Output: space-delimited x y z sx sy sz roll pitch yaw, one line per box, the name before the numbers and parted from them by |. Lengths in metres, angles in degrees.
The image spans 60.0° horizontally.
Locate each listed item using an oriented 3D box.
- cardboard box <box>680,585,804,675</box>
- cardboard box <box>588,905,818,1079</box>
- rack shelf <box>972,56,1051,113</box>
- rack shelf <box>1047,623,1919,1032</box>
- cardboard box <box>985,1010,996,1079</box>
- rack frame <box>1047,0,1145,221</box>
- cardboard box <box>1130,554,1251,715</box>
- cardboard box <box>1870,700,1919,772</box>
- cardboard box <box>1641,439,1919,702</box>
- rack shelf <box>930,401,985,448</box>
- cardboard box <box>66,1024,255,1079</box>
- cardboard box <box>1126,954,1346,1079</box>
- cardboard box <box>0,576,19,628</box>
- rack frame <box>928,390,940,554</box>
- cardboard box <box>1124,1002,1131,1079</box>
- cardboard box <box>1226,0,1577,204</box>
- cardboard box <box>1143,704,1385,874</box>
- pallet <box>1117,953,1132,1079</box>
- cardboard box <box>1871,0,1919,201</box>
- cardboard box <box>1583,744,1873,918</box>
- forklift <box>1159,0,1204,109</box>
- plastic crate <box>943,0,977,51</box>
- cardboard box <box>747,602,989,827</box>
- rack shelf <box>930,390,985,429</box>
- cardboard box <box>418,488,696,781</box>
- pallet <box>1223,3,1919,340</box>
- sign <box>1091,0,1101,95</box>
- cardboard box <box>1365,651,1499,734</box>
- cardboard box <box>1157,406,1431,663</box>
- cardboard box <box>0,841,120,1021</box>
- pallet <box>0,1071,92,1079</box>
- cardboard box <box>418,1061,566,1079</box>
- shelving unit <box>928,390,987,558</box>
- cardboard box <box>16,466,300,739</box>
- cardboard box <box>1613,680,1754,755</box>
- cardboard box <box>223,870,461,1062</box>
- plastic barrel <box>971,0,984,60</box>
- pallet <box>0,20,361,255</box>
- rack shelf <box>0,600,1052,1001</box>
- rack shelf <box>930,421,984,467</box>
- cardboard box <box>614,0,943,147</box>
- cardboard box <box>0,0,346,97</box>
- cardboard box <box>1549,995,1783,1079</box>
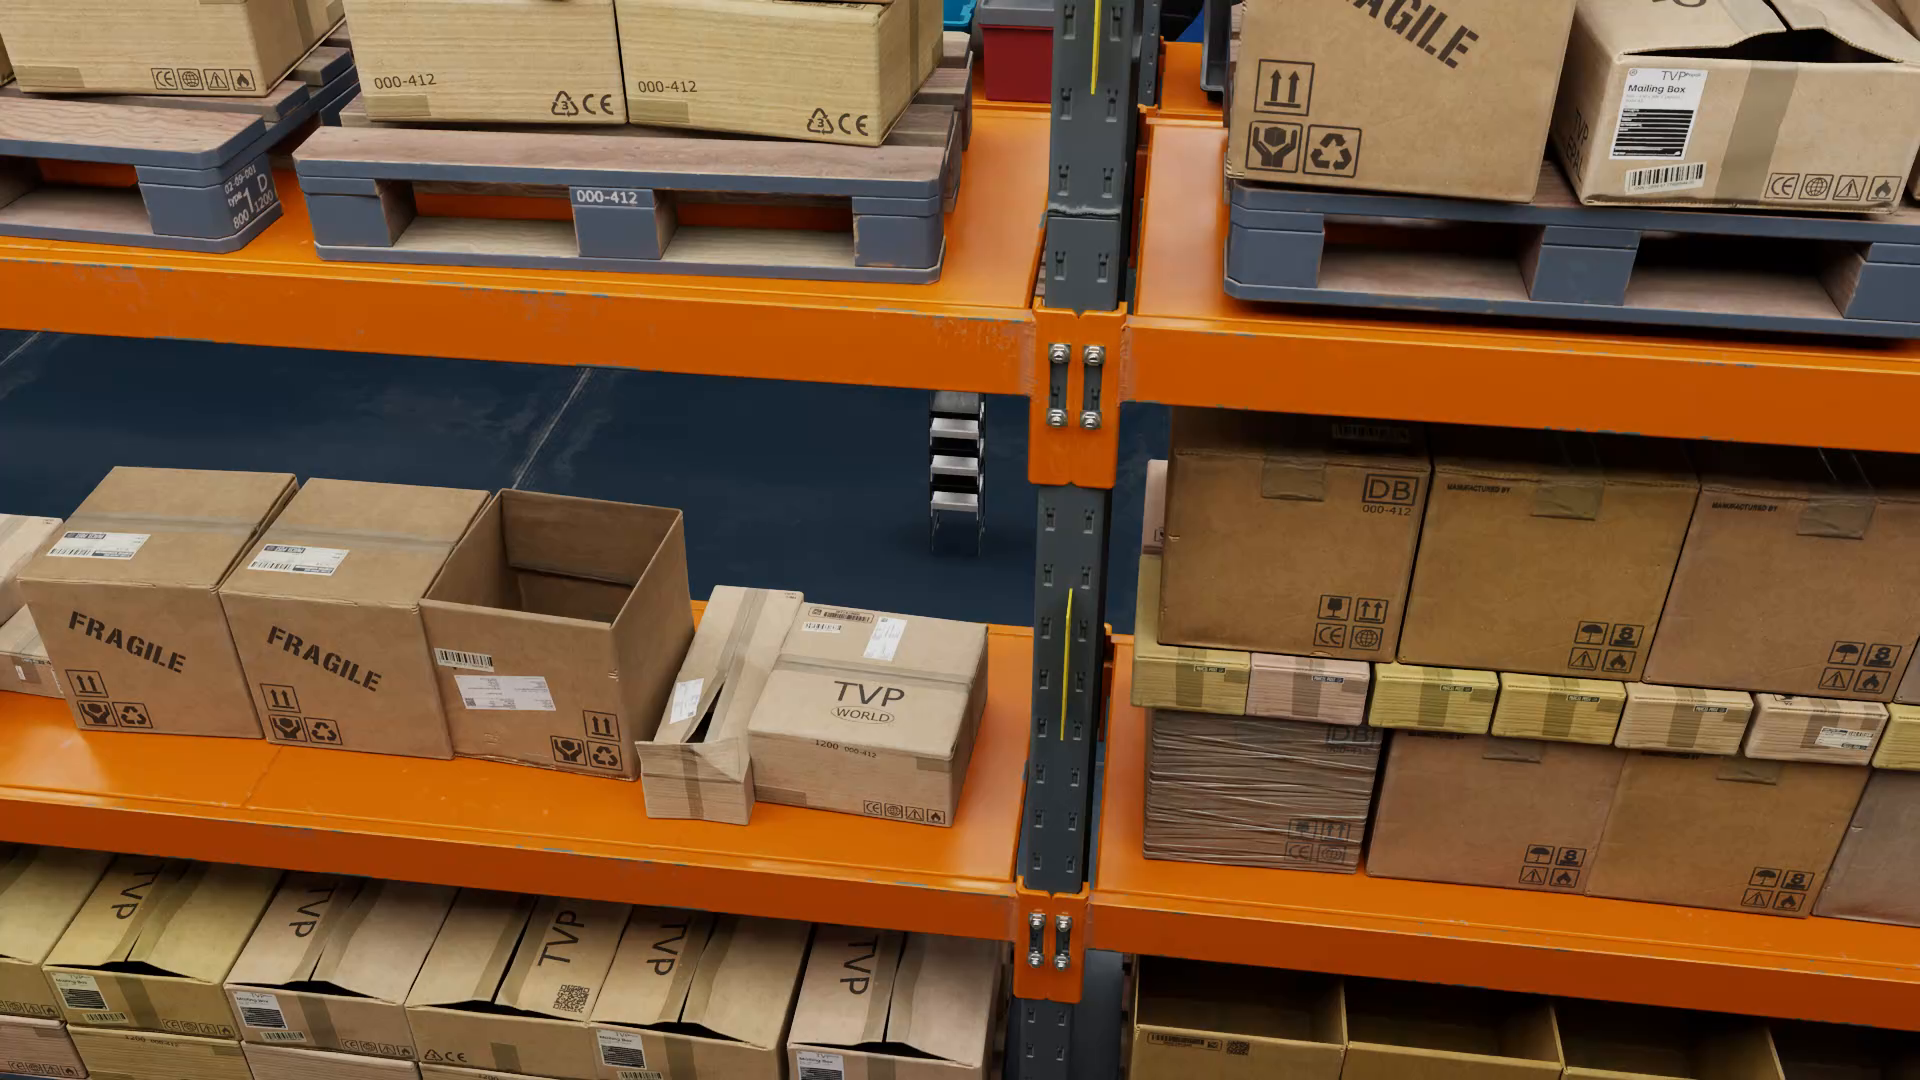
cardboard box | -0.577 0.299 4.465 0.250 0.149 0.380 4 36 6
cardboard box | -0.679 1.201 4.508 0.500 0.311 0.500 5 36 7
rack shelf | -1.073 -2.328 8.550 4.000 0.370 1.077 4 36 6
rack shelf | 2.260 0.821 4.136 4.000 0.370 1.077 4 36 6
cardboard box | -0.172 1.465 4.621 0.500 0.250 0.500 4 36 6
rack frame | 0.276 -2.061 2.392 0.127 3.000 1.000 4 36 6
cardboard box | 0.518 0.207 3.733 0.250 0.149 0.380 4 36 6
cardboard box | 2.055 0.320 3.575 0.250 0.149 0.380 4 36 6
cardboard box | 1.715 -0.085 3.584 0.500 0.500 0.700 4 36 6
rack shelf | -0.008 -0.486 6.904 0.200 0.077 0.258 4 36 6
cardboard box | -2.194 1.312 4.834 0.500 0.250 0.500 3 36 5
cardboard box | 0.696 1.238 4.293 0.500 0.500 0.500 4 36 6
cardboard box | -2.829 0.299 4.326 0.500 0.311 0.500 4 36 5
rack frame | -0.109 -0.374 7.000 0.006 0.900 0.240 4 36 6
cardboard box | 0.697 1.538 4.519 0.500 0.250 0.500 4 36 6
cardboard box | 0.742 -0.920 2.807 0.500 0.500 0.500 7 36 10
cardboard box | 0.717 0.369 4.065 0.500 0.500 0.700 3 36 5
pallet | 1.059 1.598 4.829 1.213 0.211 1.003 4 36 6
cardboard box | 1.893 -0.916 2.798 0.637 0.503 0.797 8 36 11
cardboard box | 1.738 0.444 3.960 0.500 0.500 0.700 5 36 7
forklift | 1.002 -4.063 10.420 3.031 2.935 1.130 11 37 15
plastic crate | -0.223 -2.369 8.001 0.575 0.384 0.392 4 36 6
cardboard box | -0.218 0.430 4.194 0.500 0.250 0.500 6 36 9
rack shelf | -0.008 -0.560 6.852 0.200 0.077 0.258 4 36 6
cardboard box | -1.006 0.235 4.253 0.500 0.500 0.500 7 36 9
pallet | 1.125 -0.756 3.222 1.213 0.211 1.003 4 36 6
sign | 0.217 -0.866 2.583 0.005 0.325 0.100 4 36 6
cardboard box | 1.023 0.244 3.682 0.250 0.149 0.380 3 36 5
cardboard box | 0.717 -0.159 3.688 0.500 0.500 0.700 4 36 6
cardboard box | -2.687 1.046 4.724 0.500 0.311 0.500 3 36 5
pallet | -2.880 1.303 5.243 1.213 0.211 1.003 4 36 6
cardboard box | -1.181 1.389 4.727 0.500 0.250 0.500 5 36 7
shelving unit | -0.008 -0.367 6.989 0.210 0.900 0.258 4 36 6
cardboard box | -2.025 0.159 4.360 0.500 0.500 0.500 2 36 3
cardboard box | 1.531 0.282 3.628 0.250 0.149 0.380 3 36 4
cardboard box | -1.672 1.123 4.617 0.500 0.311 0.500 4 36 5
plastic barrel | -0.010 -2.726 8.370 0.433 0.535 0.433 0 36 0
pallet | -1.897 -0.980 3.621 1.213 0.211 1.003 6 36 8
rack shelf | -1.708 0.525 4.551 4.000 0.370 1.077 4 36 6
rack shelf | -0.008 -0.413 6.957 0.200 0.077 0.258 4 36 6
cardboard box | -0.334 -1.001 3.257 0.500 0.250 0.500 8 36 11
cardboard box | -1.613 -1.127 3.433 0.500 0.250 0.500 1 36 2
cardboard box | 1.688 1.312 4.189 0.500 0.500 0.500 4 36 6
